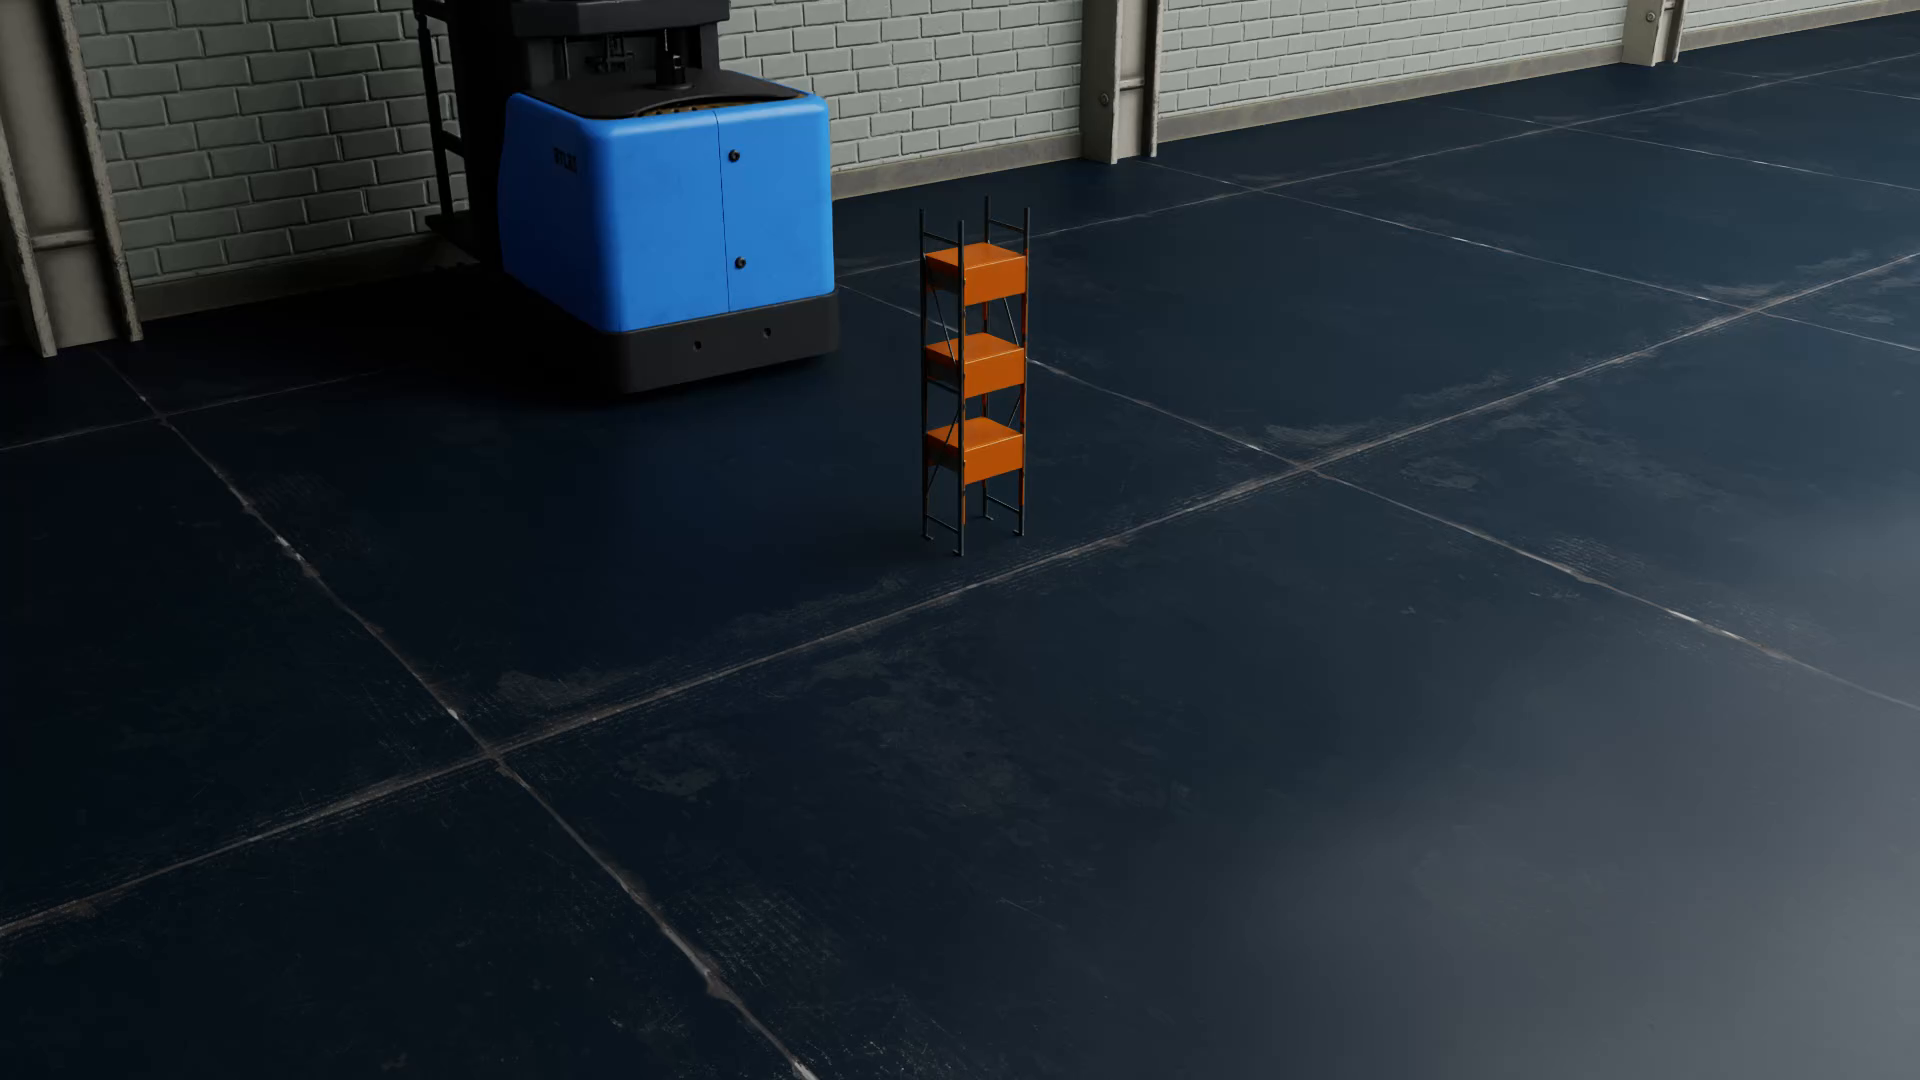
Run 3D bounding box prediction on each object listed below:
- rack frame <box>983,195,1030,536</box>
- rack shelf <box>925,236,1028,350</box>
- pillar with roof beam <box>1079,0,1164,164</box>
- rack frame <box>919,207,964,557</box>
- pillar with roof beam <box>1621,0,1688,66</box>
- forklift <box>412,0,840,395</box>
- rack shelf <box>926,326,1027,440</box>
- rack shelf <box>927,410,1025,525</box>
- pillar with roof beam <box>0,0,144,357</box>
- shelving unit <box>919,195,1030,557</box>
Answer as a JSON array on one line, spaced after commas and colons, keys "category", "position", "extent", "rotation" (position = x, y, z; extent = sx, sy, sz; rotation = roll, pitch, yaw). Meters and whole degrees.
[{"category": "rack frame", "position": [0.138, -0.522, 5.127], "extent": [0.008, 1.050, 0.200], "rotation": [-18, 31, -34]}, {"category": "rack shelf", "position": [0.042, -0.738, 4.944], "extent": [0.240, 0.259, 0.215], "rotation": [-18, 31, -34]}, {"category": "pillar with roof beam", "position": [3.646, -5.070, 5.486], "extent": [0.400, 9.000, 9.100], "rotation": [-18, 31, -34]}, {"category": "rack frame", "position": [-0.054, -0.458, 4.991], "extent": [0.008, 1.050, 0.200], "rotation": [-18, 31, -34]}, {"category": "pillar with roof beam", "position": [8.367, -6.629, 8.844], "extent": [0.400, 9.000, 9.100], "rotation": [-18, 31, -34]}, {"category": "forklift", "position": [-1.731, -2.444, 7.035], "extent": [1.130, 2.935, 3.031], "rotation": [-16, 29, -31]}, {"category": "rack shelf", "position": [0.042, -0.481, 5.063], "extent": [0.240, 0.259, 0.215], "rotation": [-18, 31, -34]}, {"category": "rack shelf", "position": [0.042, -0.228, 5.180], "extent": [0.240, 0.259, 0.215], "rotation": [-18, 31, -34]}, {"category": "pillar with roof beam", "position": [-1.076, -3.512, 2.127], "extent": [0.400, 9.000, 9.100], "rotation": [-18, 31, -34]}, {"category": "shelving unit", "position": [0.042, -0.490, 5.059], "extent": [0.252, 1.050, 0.215], "rotation": [-18, 31, -34]}]
